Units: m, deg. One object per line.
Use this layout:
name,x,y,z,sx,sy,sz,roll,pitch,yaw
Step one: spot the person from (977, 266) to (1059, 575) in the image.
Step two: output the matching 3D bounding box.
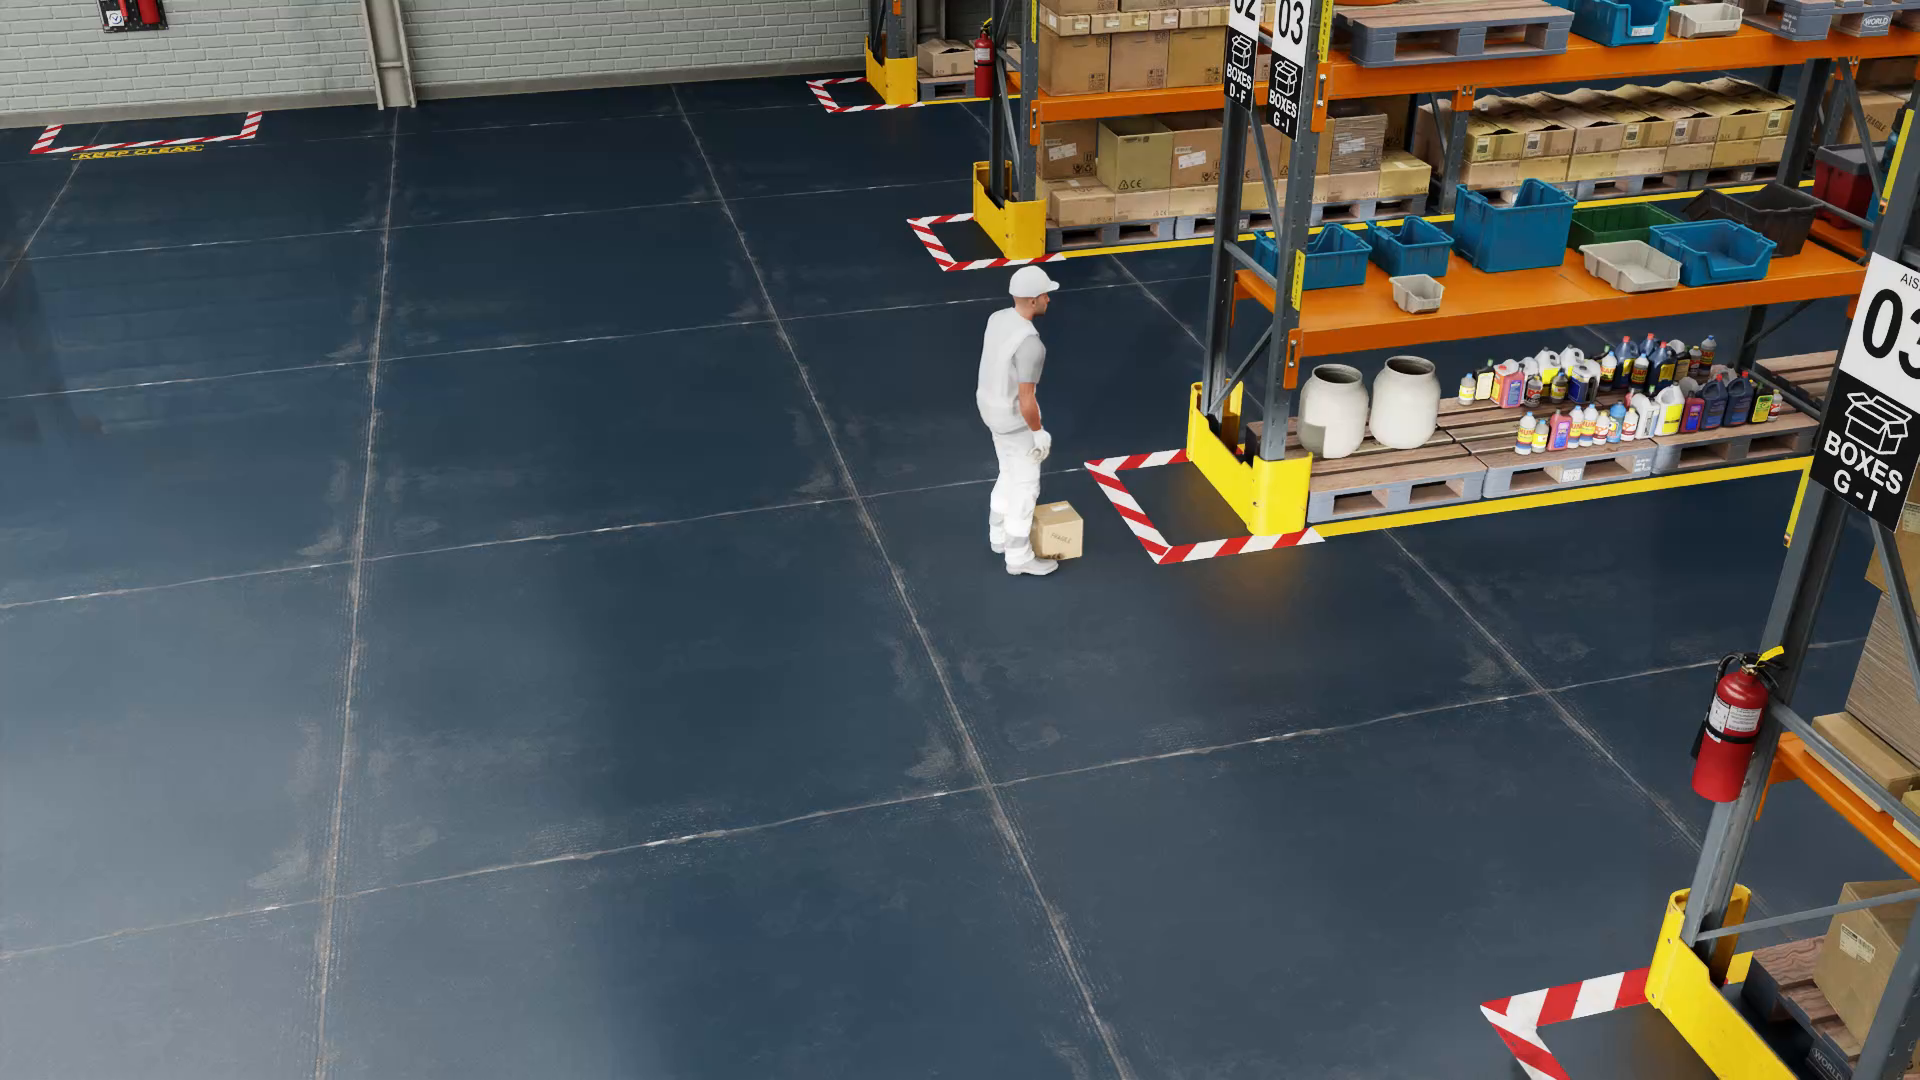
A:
person,0.336,-0.688,9.418,0.445,1.781,0.622,-9,31,-16
